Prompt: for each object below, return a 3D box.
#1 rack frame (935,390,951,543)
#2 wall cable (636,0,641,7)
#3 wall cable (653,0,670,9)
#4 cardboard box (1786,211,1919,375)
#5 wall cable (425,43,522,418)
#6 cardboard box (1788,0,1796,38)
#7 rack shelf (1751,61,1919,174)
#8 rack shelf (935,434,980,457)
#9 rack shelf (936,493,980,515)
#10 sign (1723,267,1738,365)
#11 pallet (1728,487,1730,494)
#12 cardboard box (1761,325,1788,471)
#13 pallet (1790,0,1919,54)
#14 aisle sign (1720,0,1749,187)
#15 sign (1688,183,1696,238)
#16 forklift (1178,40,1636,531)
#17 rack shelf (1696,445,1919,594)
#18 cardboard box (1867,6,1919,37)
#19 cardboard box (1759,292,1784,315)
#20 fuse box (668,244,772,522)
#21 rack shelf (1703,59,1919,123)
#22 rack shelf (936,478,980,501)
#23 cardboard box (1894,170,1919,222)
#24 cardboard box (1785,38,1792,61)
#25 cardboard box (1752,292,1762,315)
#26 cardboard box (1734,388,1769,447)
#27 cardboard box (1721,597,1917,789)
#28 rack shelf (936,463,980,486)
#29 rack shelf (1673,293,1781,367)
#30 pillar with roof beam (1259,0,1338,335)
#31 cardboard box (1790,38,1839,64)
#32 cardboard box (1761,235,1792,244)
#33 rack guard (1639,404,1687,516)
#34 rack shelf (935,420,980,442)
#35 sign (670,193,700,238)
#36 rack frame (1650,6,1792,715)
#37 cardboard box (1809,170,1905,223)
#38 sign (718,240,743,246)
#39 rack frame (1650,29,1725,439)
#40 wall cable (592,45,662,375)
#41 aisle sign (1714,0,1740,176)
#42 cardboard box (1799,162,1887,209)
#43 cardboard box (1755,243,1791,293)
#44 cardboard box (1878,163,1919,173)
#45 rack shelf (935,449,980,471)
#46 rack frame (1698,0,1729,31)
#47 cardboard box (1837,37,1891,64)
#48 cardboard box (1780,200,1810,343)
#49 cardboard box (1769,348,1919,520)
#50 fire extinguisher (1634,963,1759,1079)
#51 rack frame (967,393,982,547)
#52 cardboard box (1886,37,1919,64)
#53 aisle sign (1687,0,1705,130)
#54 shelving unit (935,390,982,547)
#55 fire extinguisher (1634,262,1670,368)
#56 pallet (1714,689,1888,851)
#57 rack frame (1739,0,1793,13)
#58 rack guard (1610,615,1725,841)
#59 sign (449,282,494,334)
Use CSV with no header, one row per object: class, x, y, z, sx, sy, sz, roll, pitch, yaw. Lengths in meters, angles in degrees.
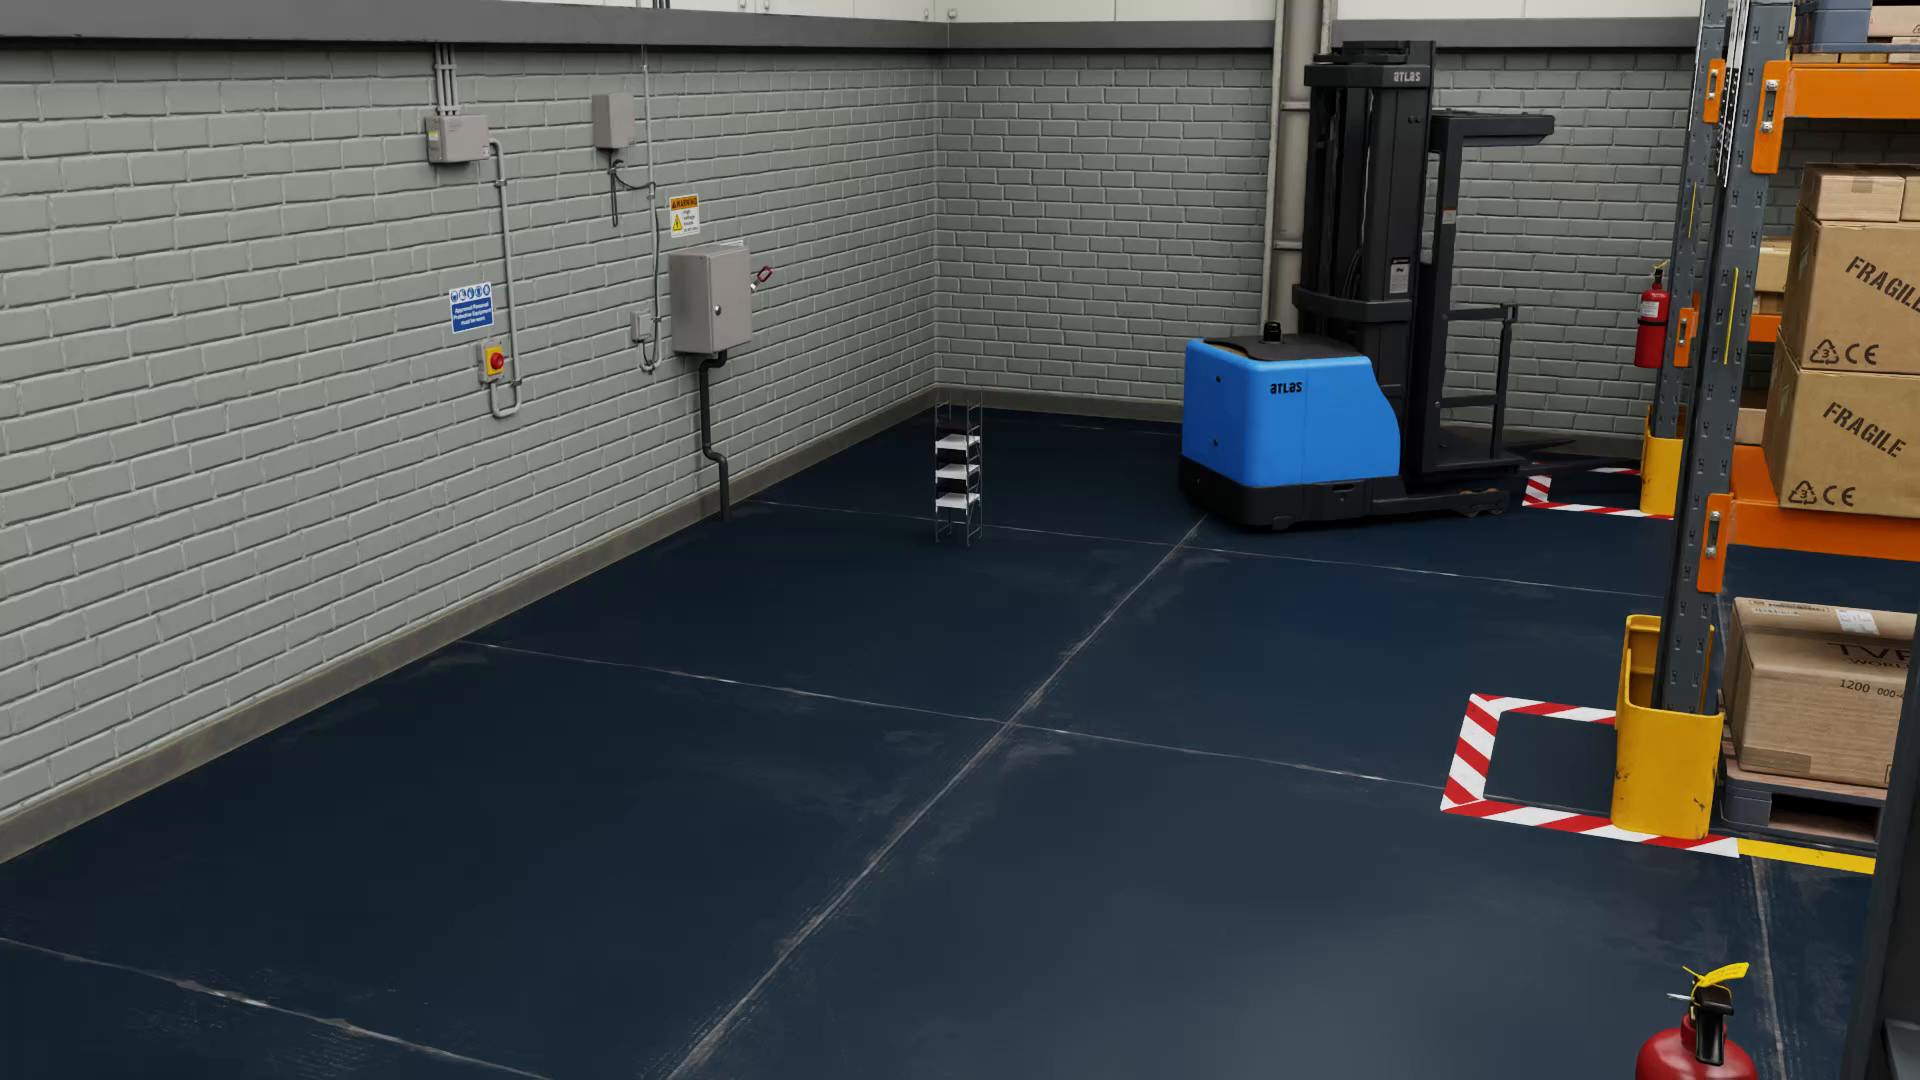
rack frame,-0.102,-0.443,10.087,0.006,0.900,0.240,6,17,21
wall cable,-2.228,-4.053,7.993,0.029,3.000,2.355,6,17,21
wall cable,-1.171,-4.789,10.464,0.133,3.039,2.988,6,17,21
cardboard box,3.231,-0.873,5.829,0.500,0.500,0.500,6,17,19
wall cable,-2.365,-1.542,8.226,0.123,1.953,0.585,6,17,21
cardboard box,5.019,-3.151,10.003,0.500,0.250,0.500,6,17,20
rack shelf,4.749,-1.359,5.384,4.000,0.370,1.077,6,17,21
rack shelf,-0.008,-0.574,10.010,0.200,0.077,0.258,6,17,21
rack shelf,-0.008,-0.228,10.111,0.200,0.077,0.258,6,17,21
sign,2.679,-0.779,5.781,0.005,0.325,0.100,6,17,21
pallet,5.519,-0.328,10.924,1.213,0.211,1.003,6,17,21
cardboard box,3.434,-0.536,6.459,0.500,0.500,0.500,6,17,21
pallet,3.583,-1.793,5.748,1.213,0.211,1.003,6,17,21
aisle sign,2.715,-1.649,5.810,0.004,0.787,0.394,6,17,21
sign,4.507,-2.031,10.236,0.005,0.325,0.100,6,17,21
forklift,3.028,-1.690,10.739,3.031,2.935,1.130,-5,17,-18
rack shelf,4.749,0.082,5.802,4.000,0.370,1.077,6,17,21
cardboard box,5.499,-3.104,9.842,0.500,0.250,0.500,7,17,22
cardboard box,5.165,-1.516,10.468,0.250,0.149,0.380,7,18,22
fuse box,-1.459,-0.950,10.377,0.414,1.711,0.539,6,17,21
rack shelf,6.567,-2.646,9.819,4.000,0.370,1.077,6,17,21
rack shelf,-0.008,-0.315,10.085,0.200,0.077,0.258,6,17,21
cardboard box,3.387,-1.191,5.761,0.250,0.149,0.380,7,17,22
cardboard box,4.918,-2.983,10.139,0.250,0.149,0.380,7,17,22
cardboard box,4.911,-1.530,10.516,0.250,0.149,0.380,6,17,20
cardboard box,5.241,-0.672,10.831,0.637,0.503,0.797,6,17,18
cardboard box,3.539,0.602,6.562,0.875,0.438,0.875,6,17,19
rack shelf,-0.008,-0.401,10.060,0.200,0.077,0.258,6,17,21
rack shelf,6.567,-1.206,10.237,4.000,0.370,1.077,6,17,21
pillar with roof beam,0.949,-4.030,7.915,0.400,9.000,9.100,6,17,21
cardboard box,5.171,-2.963,10.070,0.250,0.149,0.380,7,17,22
cardboard box,5.232,-1.849,10.896,0.500,0.250,0.500,7,18,22
rack guard,4.777,-0.548,11.164,0.348,0.500,1.175,6,17,21
rack shelf,-0.008,-0.660,9.985,0.200,0.077,0.258,6,17,21
sign,-1.672,-1.972,10.106,0.001,0.242,0.339,6,17,21
rack frame,2.889,-0.468,6.406,0.127,3.000,1.000,6,17,21
cardboard box,3.117,-1.200,5.790,0.250,0.149,0.380,7,17,22
sign,-1.470,-1.672,10.725,0.001,0.494,0.329,6,17,21
rack frame,4.706,-1.756,10.842,0.127,3.000,1.000,6,17,21
wall cable,-1.856,-1.896,9.502,0.122,1.984,0.588,6,17,21
aisle sign,2.935,-1.804,6.346,0.004,0.787,0.394,6,17,21
cardboard box,3.296,-1.323,6.215,0.250,0.149,0.380,7,17,21
cardboard box,5.030,-1.710,10.421,0.500,0.250,0.500,6,17,21
cardboard box,3.541,-1.303,6.147,0.250,0.149,0.380,7,17,22
rack shelf,-0.008,-0.487,10.035,0.200,0.077,0.258,6,17,21
rack frame,4.706,-4.637,10.005,0.127,3.000,1.000,6,17,21
cardboard box,5.403,-2.932,9.964,0.250,0.149,0.380,6,17,21
cardboard box,3.424,-1.009,6.296,0.500,0.500,0.500,7,18,22
cardboard box,3.230,-0.393,5.967,0.500,0.500,0.500,6,17,20
fire extinguisher,1.101,0.897,2.512,0.183,0.674,0.296,6,17,21
rack frame,0.087,-0.423,10.015,0.006,0.900,0.240,6,17,21
cardboard box,5.598,-2.880,9.784,0.250,0.149,0.380,7,17,22
aisle sign,4.535,-2.935,10.241,0.004,0.787,0.394,6,17,21
shelving unit,-0.008,-0.433,10.051,0.210,0.900,0.258,6,17,21
fire extinguisher,4.400,-1.435,10.544,0.183,0.674,0.296,6,17,21
pallet,3.661,0.933,6.583,1.213,0.211,1.003,6,17,21
rack frame,2.889,-3.349,5.570,0.127,3.000,1.000,6,17,21
rack guard,2.866,0.730,6.763,0.348,0.500,1.175,6,17,21
sign,-2.440,-1.162,8.313,0.001,0.218,0.327,6,17,21
